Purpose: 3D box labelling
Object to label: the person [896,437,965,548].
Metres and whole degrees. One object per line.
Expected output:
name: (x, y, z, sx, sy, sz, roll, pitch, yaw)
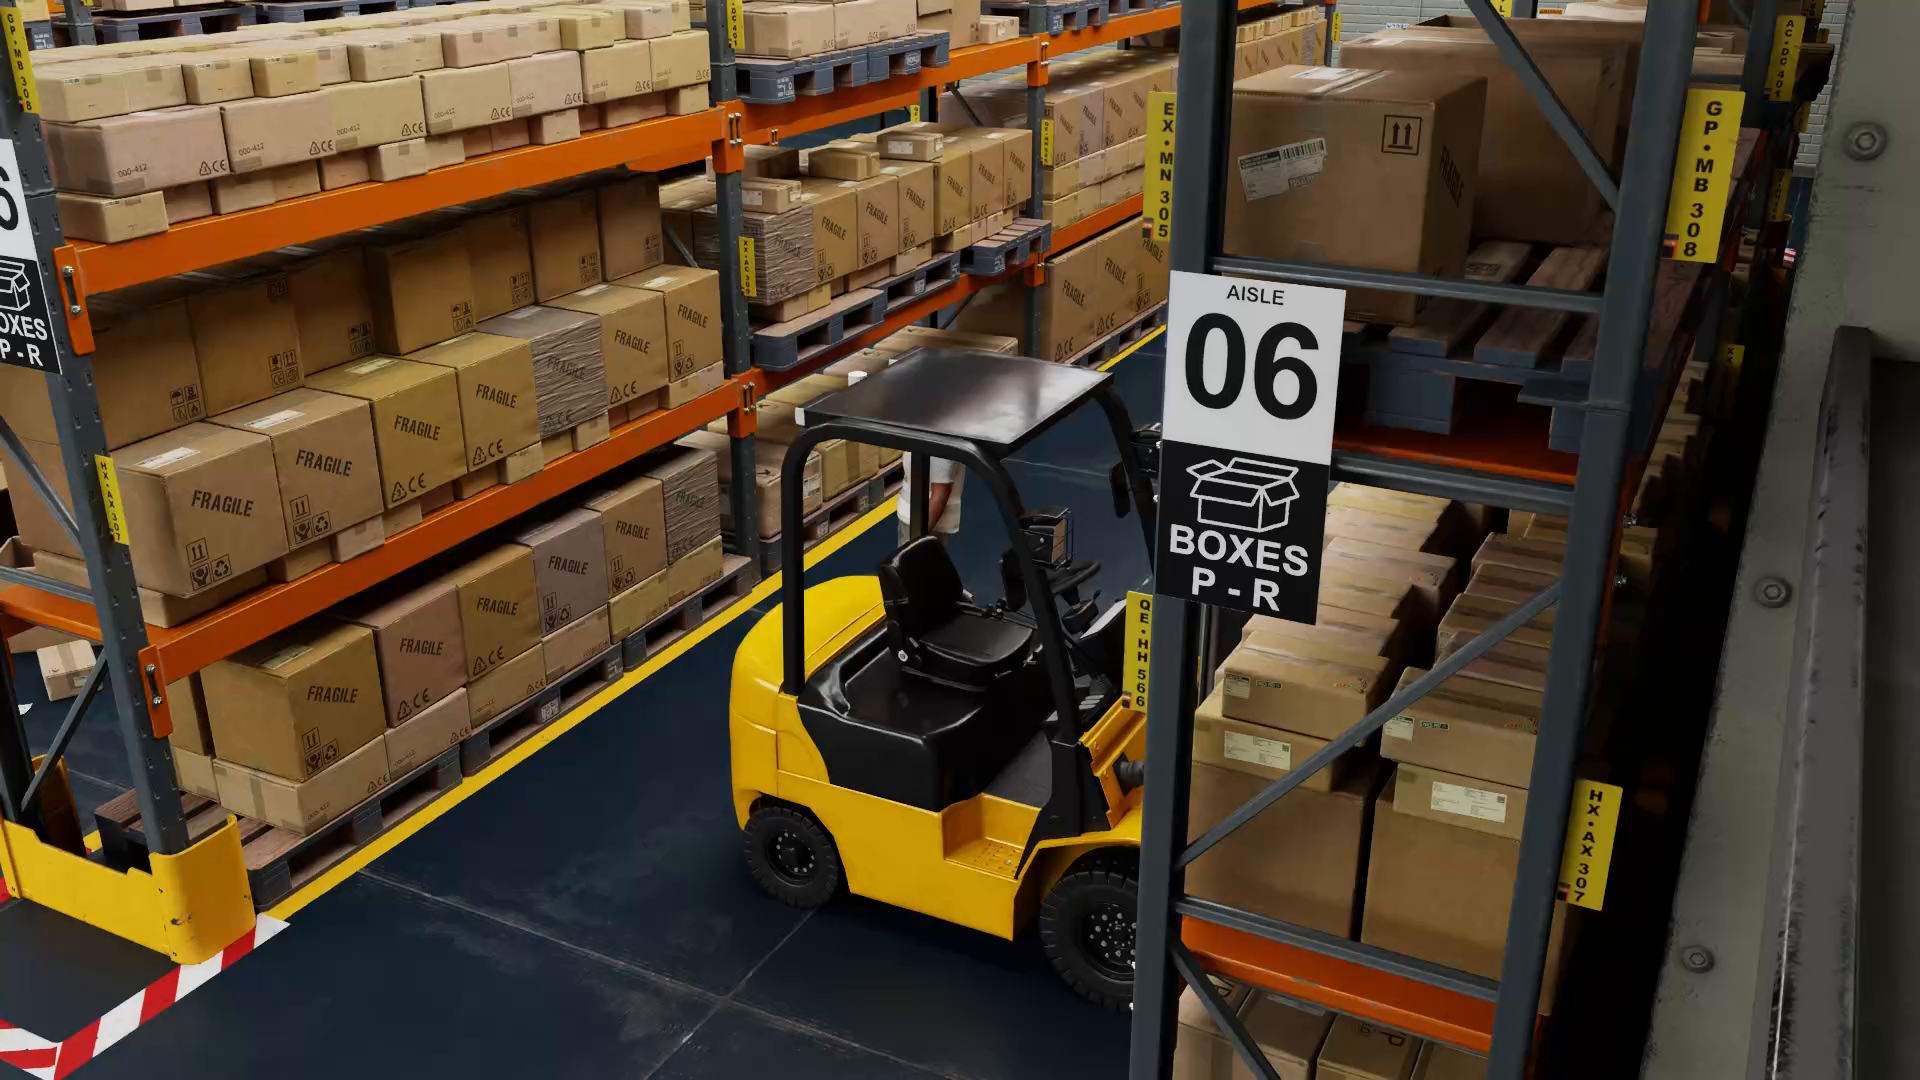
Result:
person: (-0.251, -0.107, 8.499, 0.574, 1.783, 0.657, -1, 23, -2)
